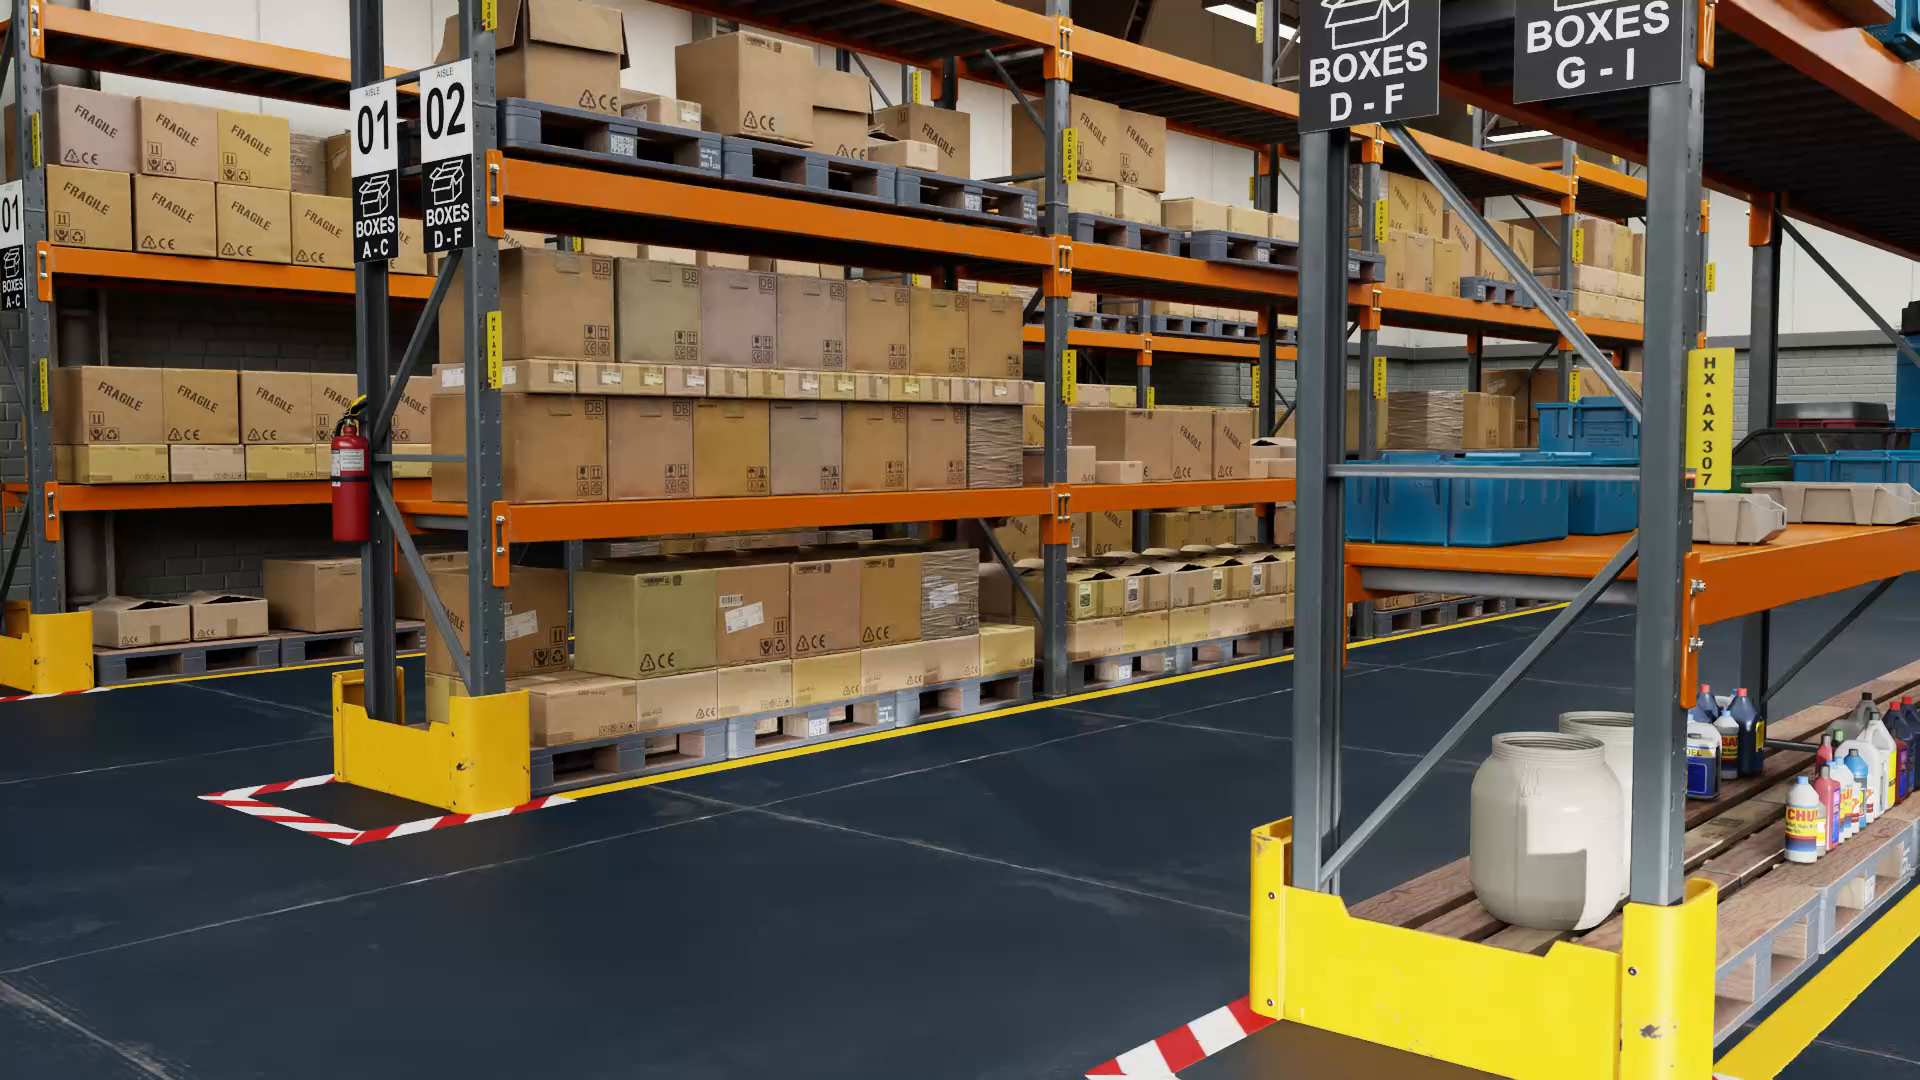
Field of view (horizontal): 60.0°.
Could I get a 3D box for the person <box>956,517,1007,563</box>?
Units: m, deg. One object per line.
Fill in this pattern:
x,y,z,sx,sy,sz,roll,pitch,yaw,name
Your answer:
0.068,-0.054,12.649,0.529,1.772,0.552,3,5,42,person
